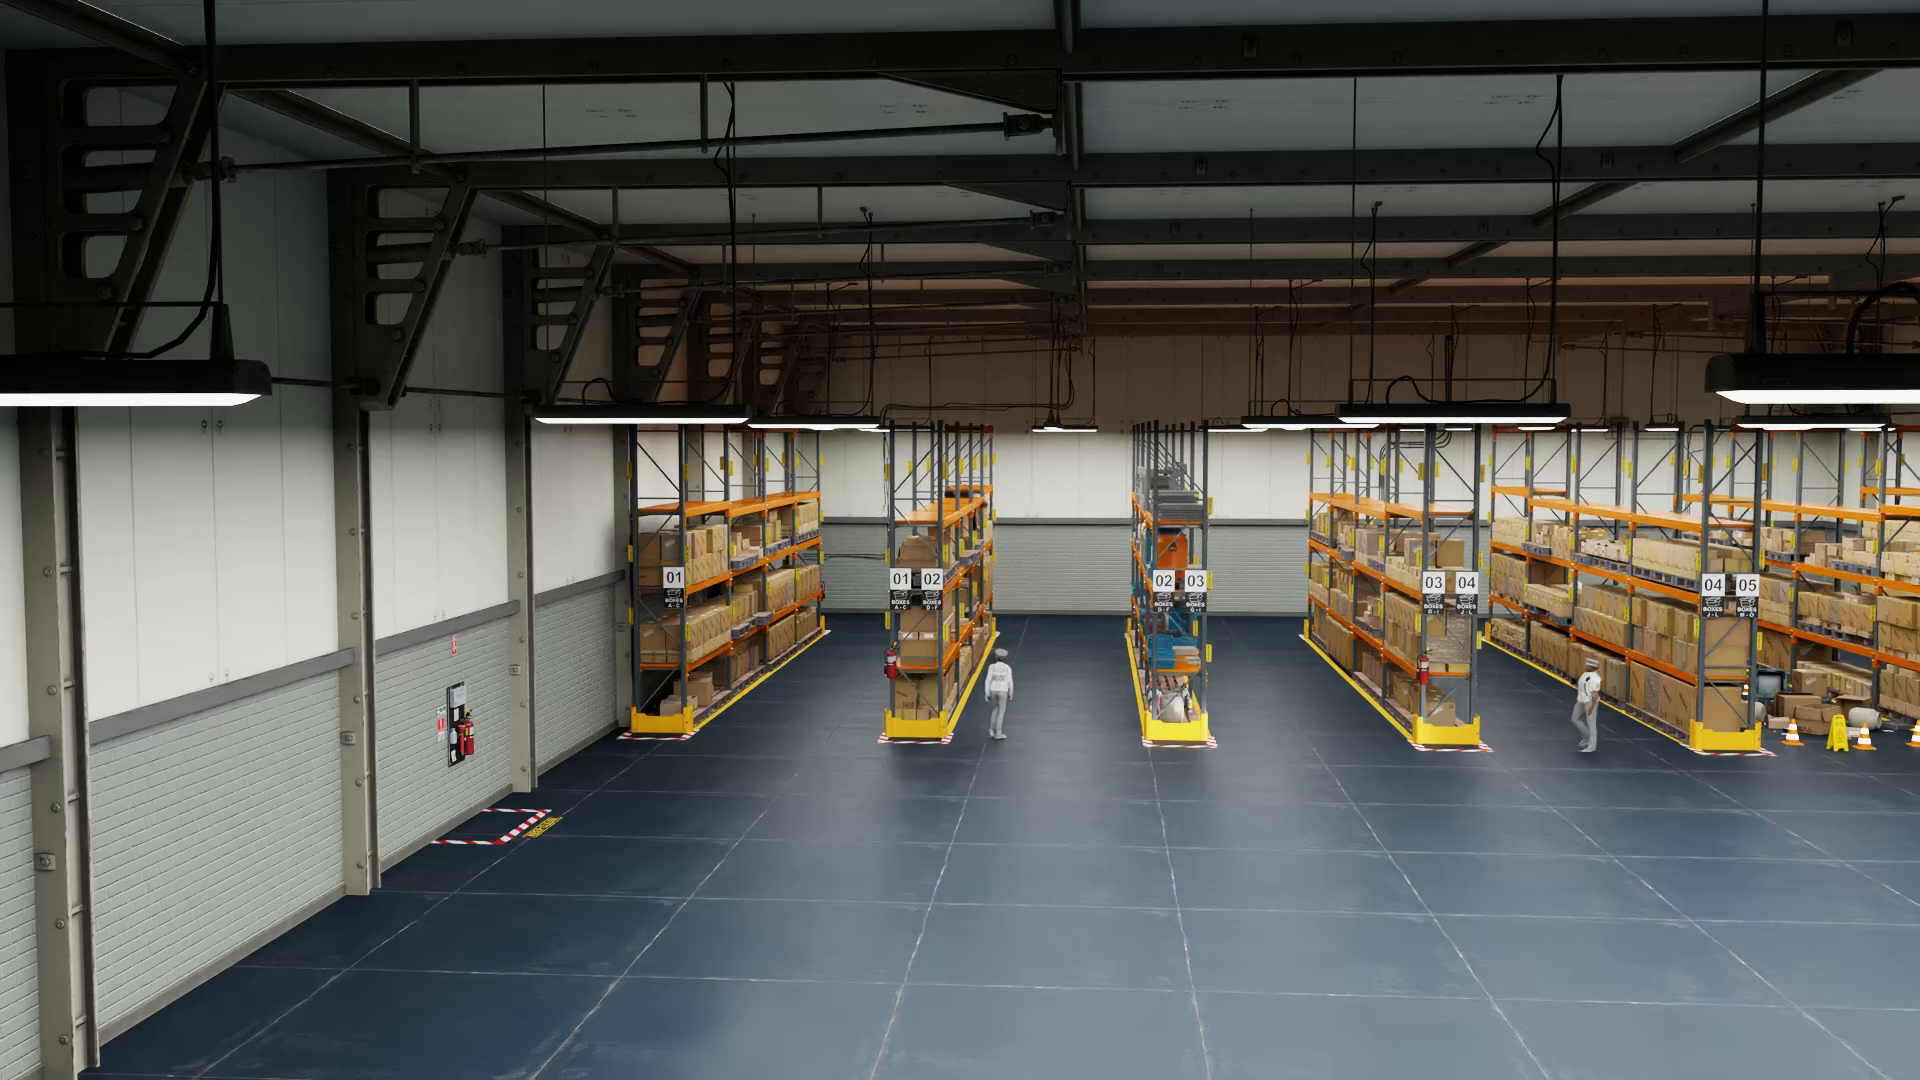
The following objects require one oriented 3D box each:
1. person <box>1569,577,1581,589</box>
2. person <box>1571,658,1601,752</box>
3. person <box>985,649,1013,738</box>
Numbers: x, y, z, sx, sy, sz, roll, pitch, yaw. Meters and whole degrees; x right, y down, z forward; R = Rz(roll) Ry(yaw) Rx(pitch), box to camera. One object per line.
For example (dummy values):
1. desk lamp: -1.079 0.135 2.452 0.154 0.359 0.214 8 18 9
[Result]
1. person: 18.056 1.796 48.854 0.560 1.694 0.364 2 4 27
2. person: 11.371 2.969 30.159 0.478 1.677 0.554 -2 4 -23
3. person: 0.740 2.910 31.348 0.496 1.713 0.484 2 4 31
